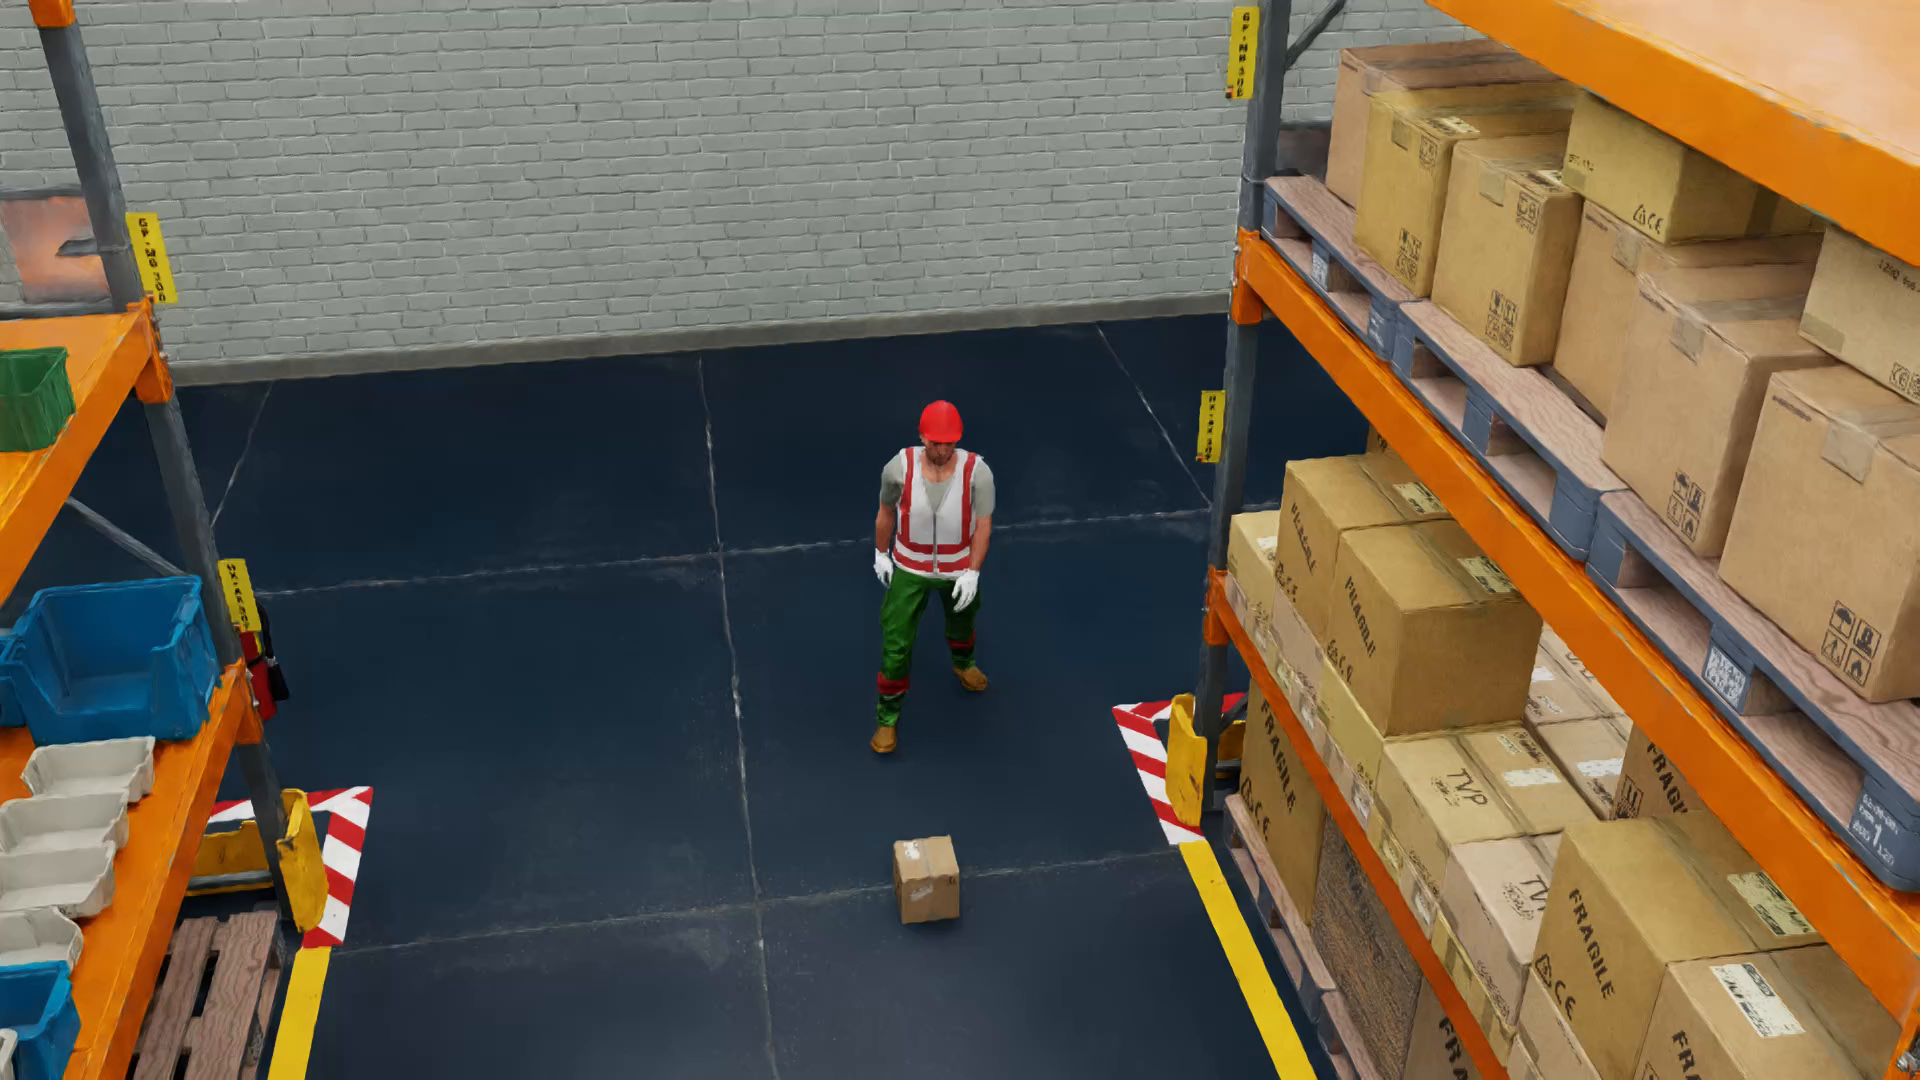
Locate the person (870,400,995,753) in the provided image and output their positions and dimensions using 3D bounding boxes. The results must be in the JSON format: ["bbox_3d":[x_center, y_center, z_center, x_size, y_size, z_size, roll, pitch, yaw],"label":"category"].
[{"bbox_3d":[-0.140,0.119,7.945,0.610,1.753,0.805,-1,30,-1],"label":"person"}]
